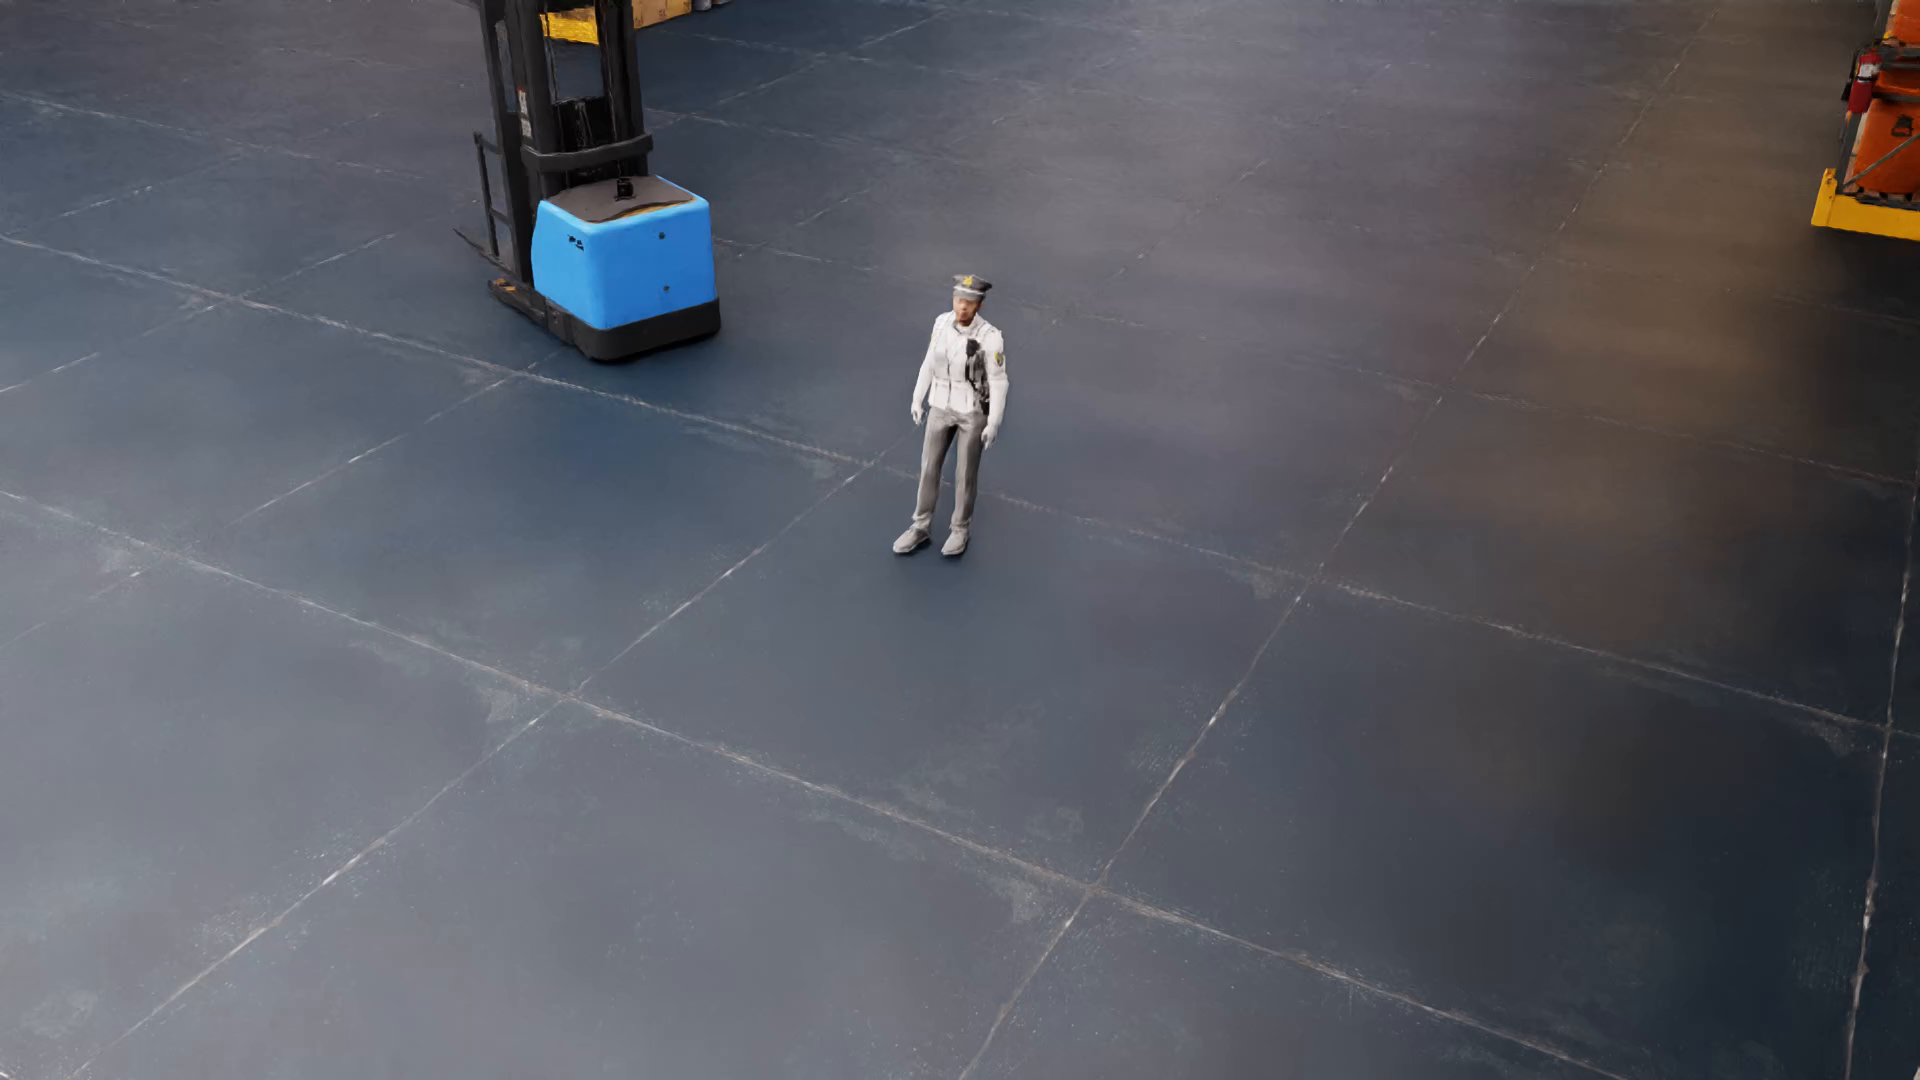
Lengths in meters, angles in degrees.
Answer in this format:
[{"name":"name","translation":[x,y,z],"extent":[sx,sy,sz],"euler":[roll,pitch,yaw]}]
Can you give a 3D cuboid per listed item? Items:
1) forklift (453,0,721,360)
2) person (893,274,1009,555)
[{"name":"forklift","translation":[-3.128,-3.259,12.717],"extent":[1.130,2.935,3.031],"euler":[-21,36,-32]},{"name":"person","translation":[-0.039,-0.713,9.527],"extent":[0.586,1.695,0.532],"euler":[15,33,25]}]
